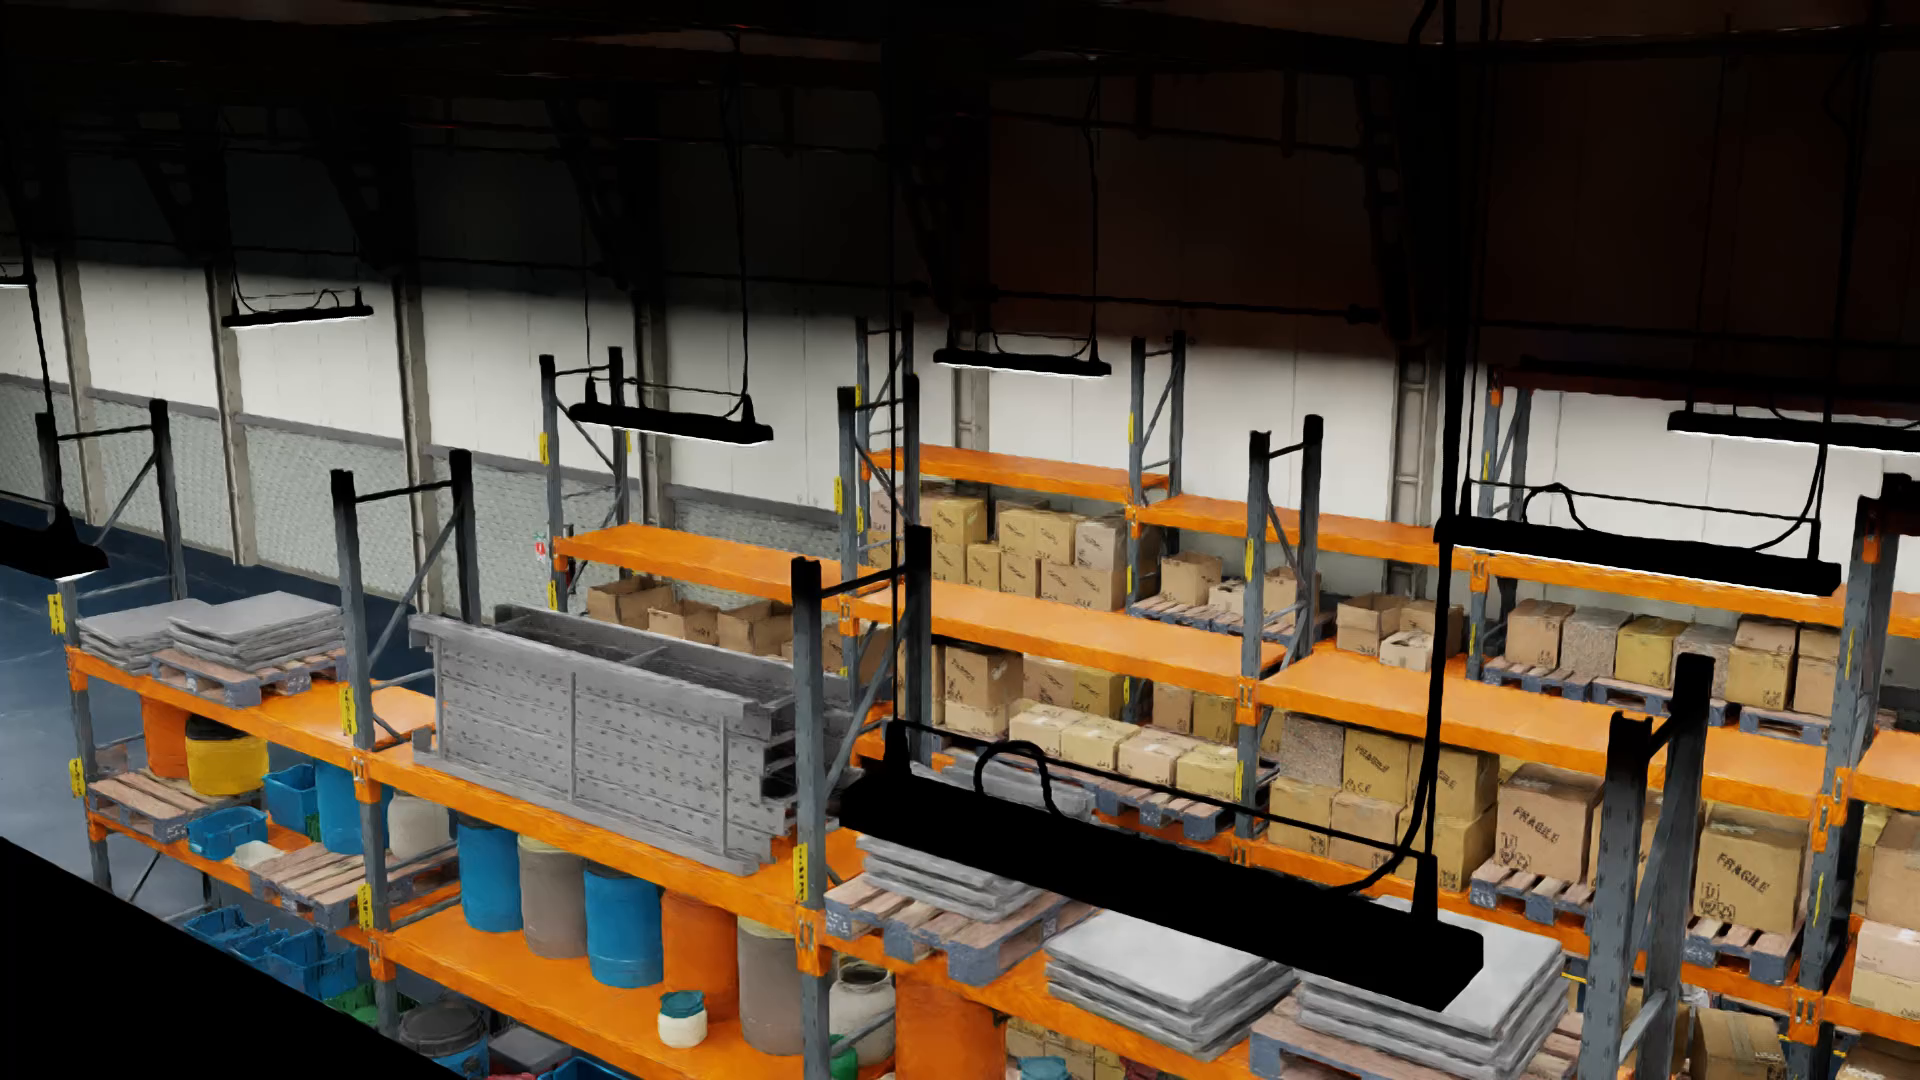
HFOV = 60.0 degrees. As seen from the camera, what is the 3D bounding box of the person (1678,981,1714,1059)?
[{"bbox_3d":[6.151,3.992,14.250,1.040,1.709,0.556,9,16,35],"label":"person"}]
